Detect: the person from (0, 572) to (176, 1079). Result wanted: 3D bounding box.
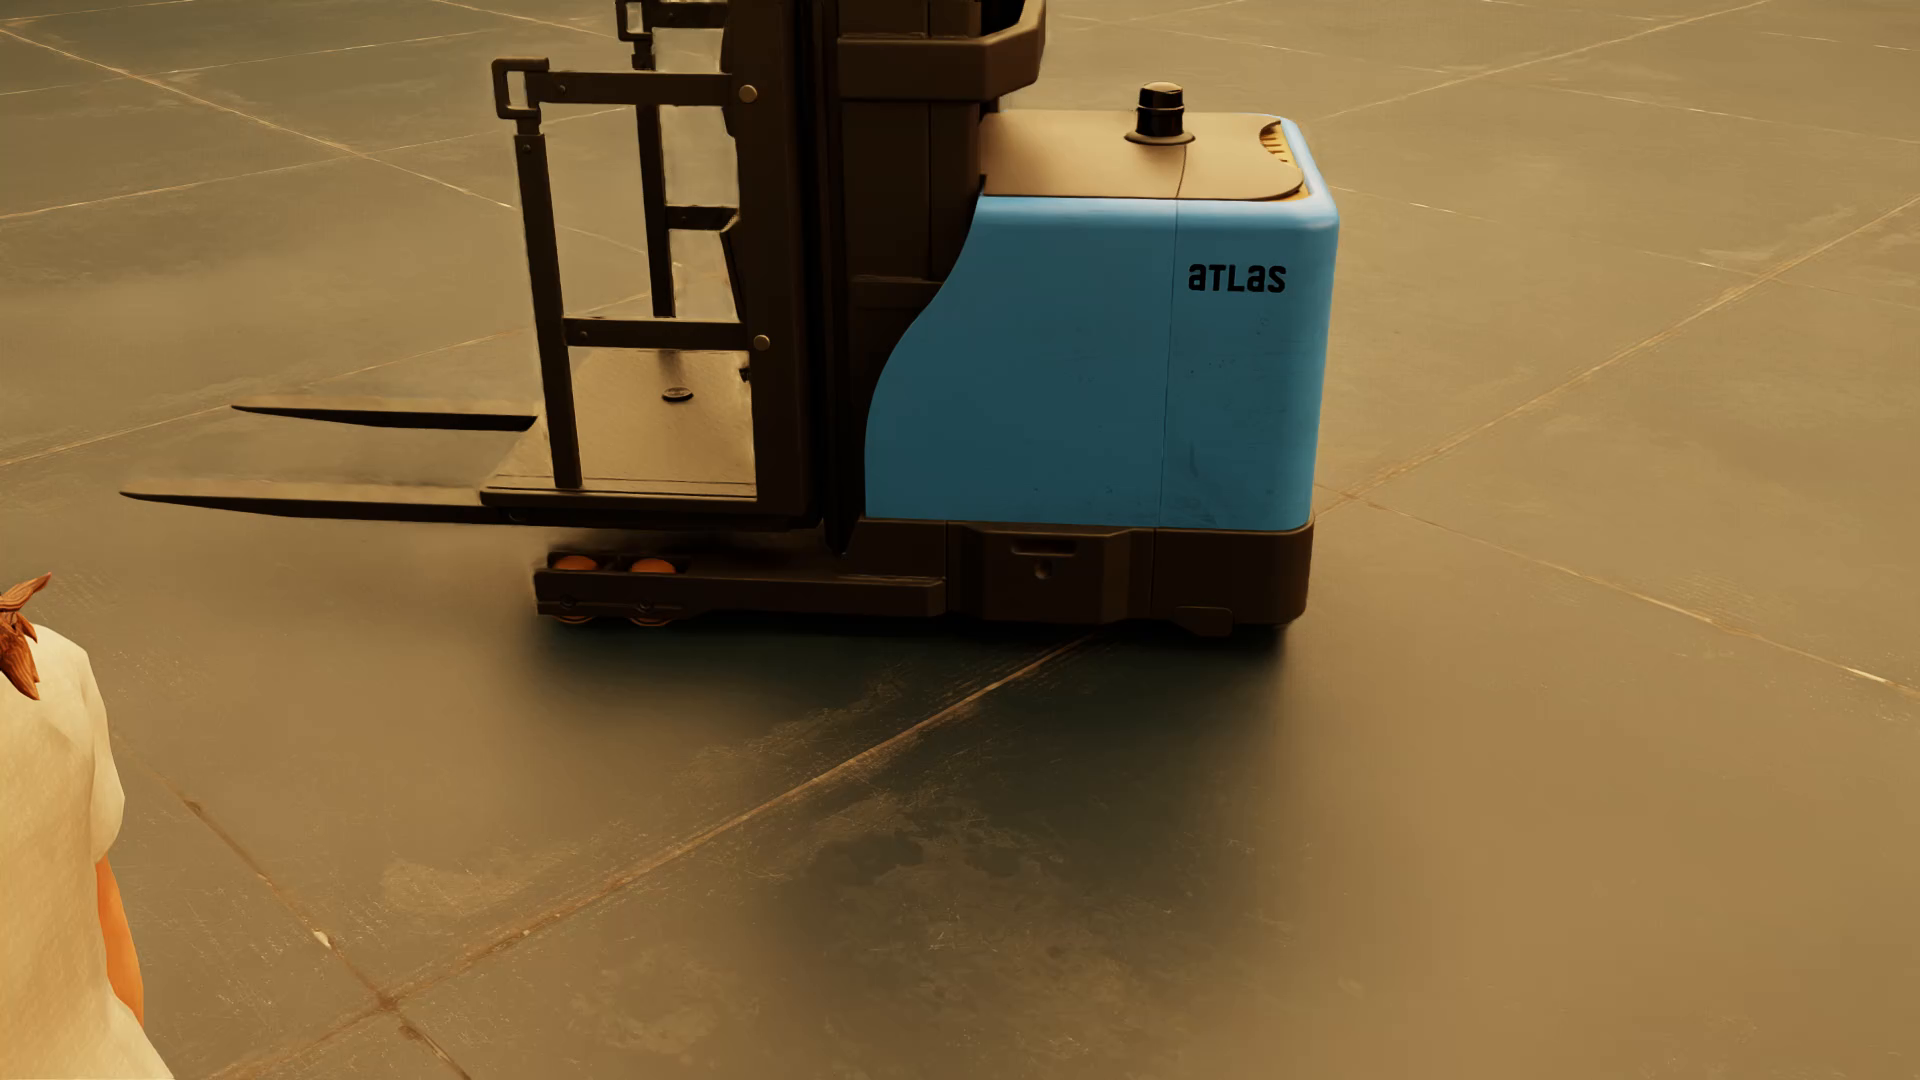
[{"bbox_3d":[-0.808,0.611,1.398,0.373,1.672,0.432,2,26,4],"label":"person"}]

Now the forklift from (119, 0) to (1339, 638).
[{"bbox_3d":[-0.634,-1.330,3.926,3.031,2.935,1.130,2,26,4],"label":"forklift"}]
